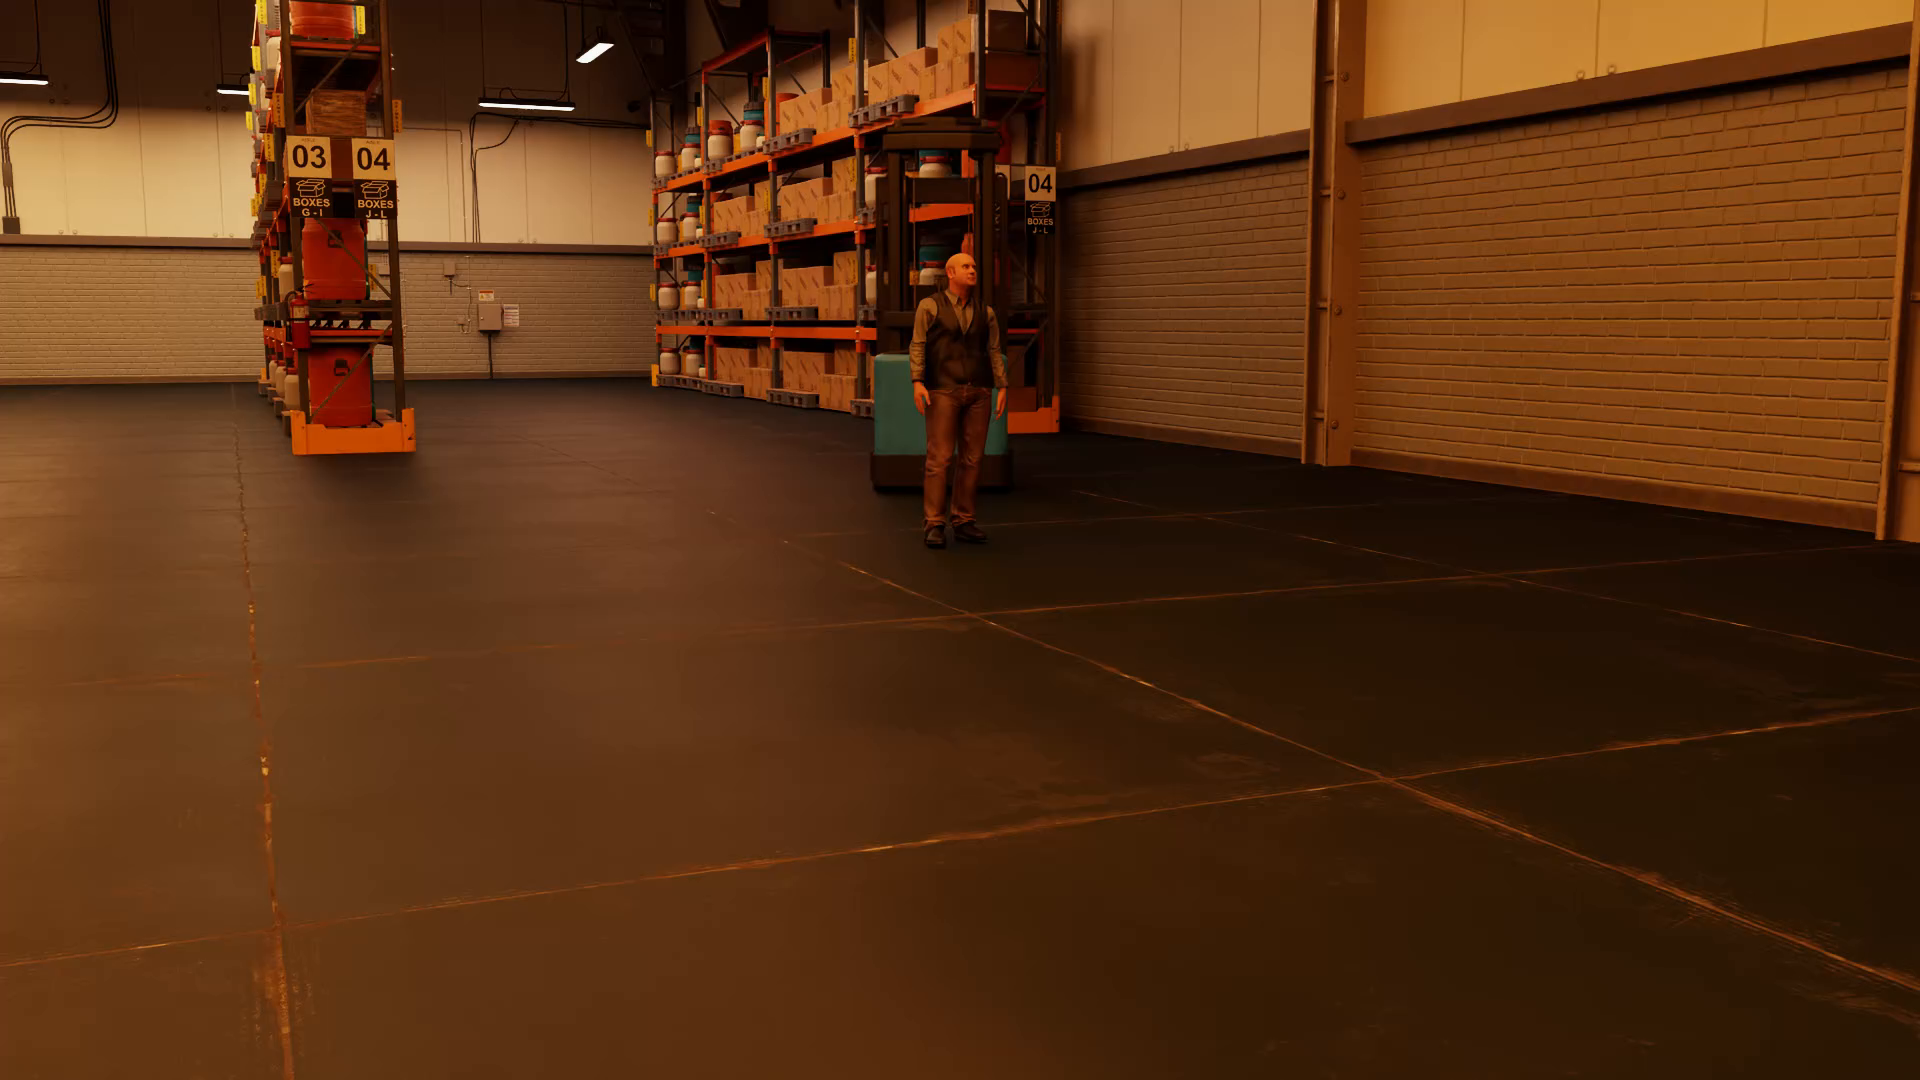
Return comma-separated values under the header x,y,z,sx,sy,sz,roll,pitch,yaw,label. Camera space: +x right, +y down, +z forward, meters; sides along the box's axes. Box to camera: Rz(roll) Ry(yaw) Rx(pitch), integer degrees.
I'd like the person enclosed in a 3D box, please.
x,y,z,sx,sy,sz,roll,pitch,yaw,label
0.019,-0.853,9.980,0.633,1.722,0.566,-3,8,-23,person

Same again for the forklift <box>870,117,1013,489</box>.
x,y,z,sx,sy,sz,roll,pitch,yaw,label
-0.153,-1.989,14.030,1.130,2.935,3.031,0,8,0,forklift
